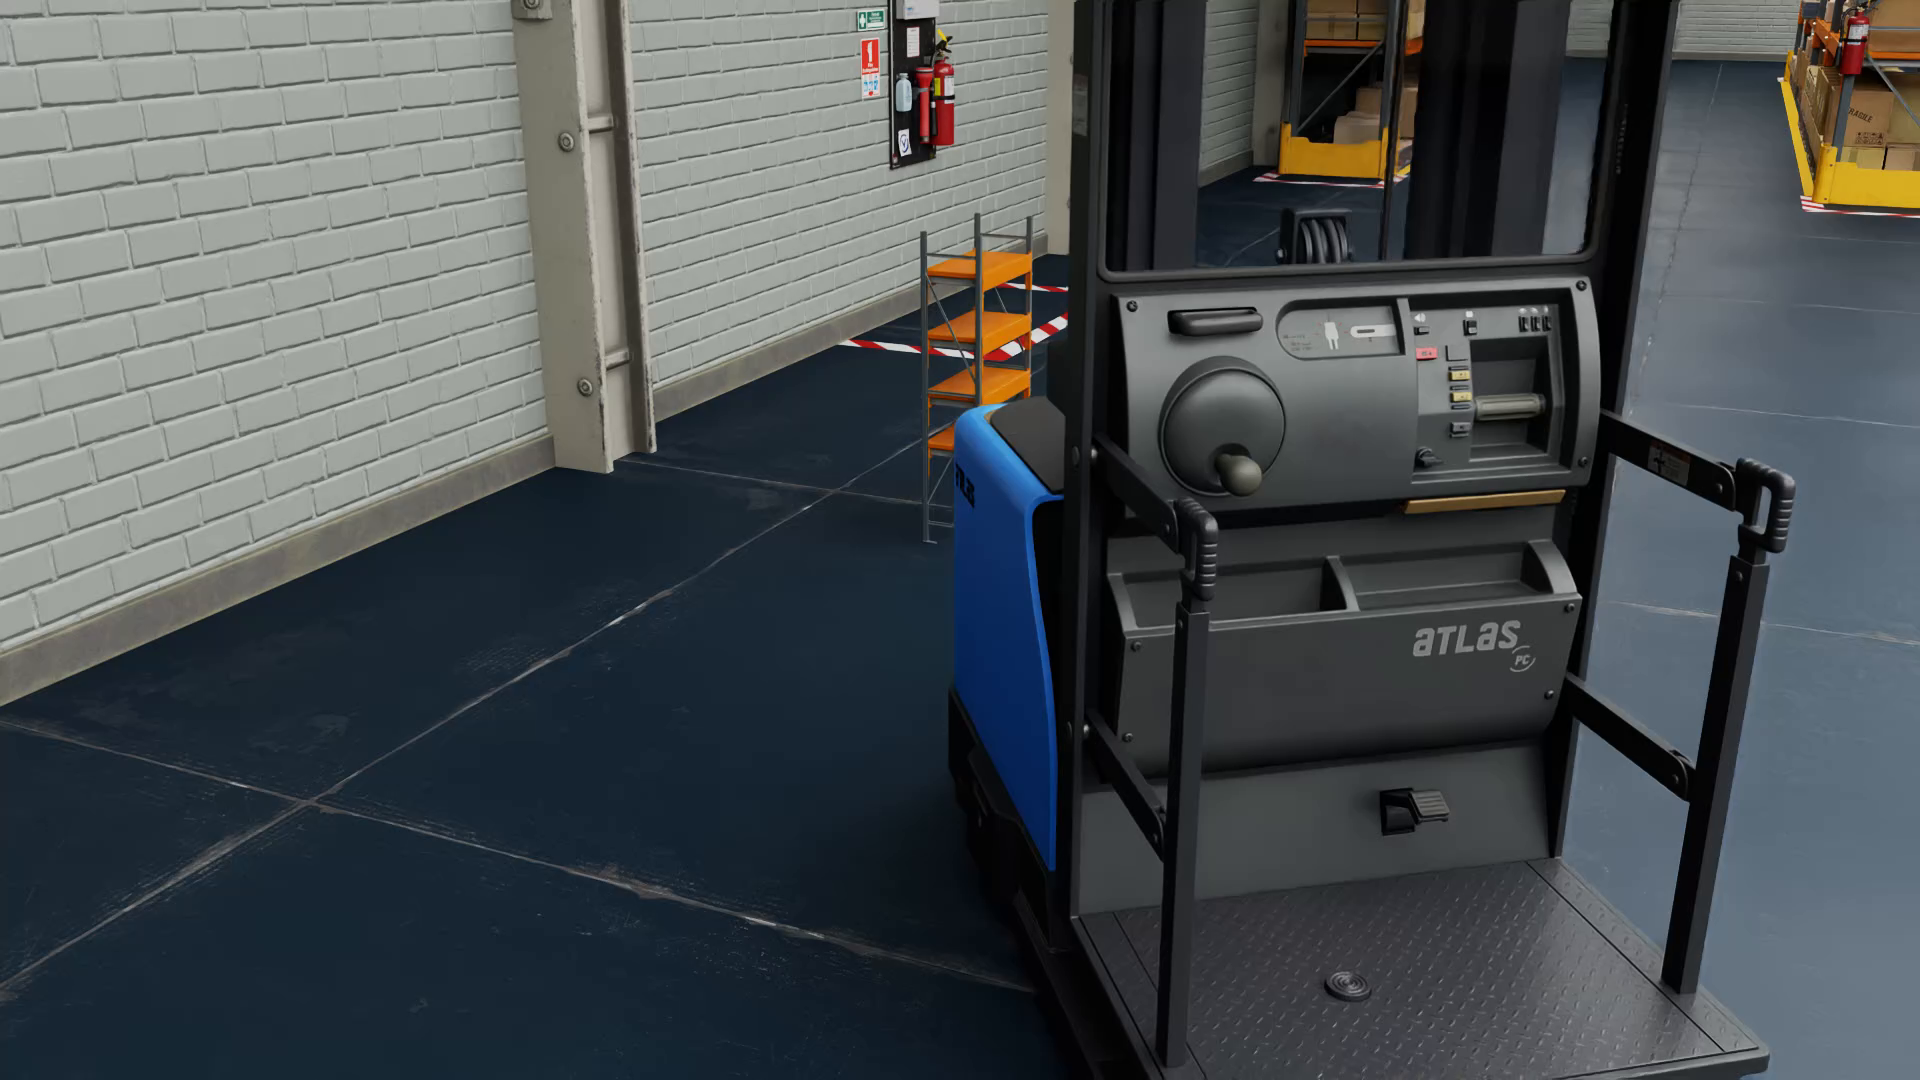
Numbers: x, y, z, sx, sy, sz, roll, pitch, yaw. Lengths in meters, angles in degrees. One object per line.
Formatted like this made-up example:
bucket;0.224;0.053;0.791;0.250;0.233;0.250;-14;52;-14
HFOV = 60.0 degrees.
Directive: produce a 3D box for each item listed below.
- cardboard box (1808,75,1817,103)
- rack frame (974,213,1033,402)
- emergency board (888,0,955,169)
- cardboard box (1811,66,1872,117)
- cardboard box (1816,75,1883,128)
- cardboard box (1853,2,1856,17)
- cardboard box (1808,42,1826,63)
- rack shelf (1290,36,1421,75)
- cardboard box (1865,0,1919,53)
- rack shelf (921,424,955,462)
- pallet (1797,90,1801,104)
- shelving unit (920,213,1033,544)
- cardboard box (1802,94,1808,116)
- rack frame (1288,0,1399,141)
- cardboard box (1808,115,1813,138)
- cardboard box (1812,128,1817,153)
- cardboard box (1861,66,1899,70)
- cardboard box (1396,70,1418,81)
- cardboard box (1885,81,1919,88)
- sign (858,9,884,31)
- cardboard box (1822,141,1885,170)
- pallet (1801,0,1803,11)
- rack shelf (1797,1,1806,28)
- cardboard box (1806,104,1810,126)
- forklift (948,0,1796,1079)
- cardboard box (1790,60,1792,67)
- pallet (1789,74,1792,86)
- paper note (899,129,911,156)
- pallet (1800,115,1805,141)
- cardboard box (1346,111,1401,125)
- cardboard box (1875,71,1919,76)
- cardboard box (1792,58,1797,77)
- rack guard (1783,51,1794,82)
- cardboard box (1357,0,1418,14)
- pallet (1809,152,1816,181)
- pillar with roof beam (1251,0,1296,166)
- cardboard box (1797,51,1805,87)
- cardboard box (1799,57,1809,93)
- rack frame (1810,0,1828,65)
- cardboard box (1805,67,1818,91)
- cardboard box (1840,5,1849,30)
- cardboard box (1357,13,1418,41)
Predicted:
cardboard box;10.286;-5.307;19.556;0.500;0.311;0.500;8;21;23
rack frame;0.168;-0.691;6.620;0.240;1.200;0.015;9;21;23
emergency board;-0.197;-2.870;10.061;0.194;1.169;0.643;9;21;23
cardboard box;9.492;-4.822;17.910;0.500;0.500;0.500;9;21;23
cardboard box;8.880;-4.364;16.620;0.500;0.500;0.500;9;21;23
cardboard box;9.582;-5.414;17.067;0.700;0.500;0.500;8;21;22
cardboard box;11.794;-6.607;22.525;0.500;0.250;0.500;9;22;25
rack shelf;4.628;-5.394;18.233;1.077;0.370;4.000;9;21;23
cardboard box;8.532;-4.631;14.864;0.700;0.500;0.500;9;21;23
rack shelf;0.068;-0.365;6.499;0.258;0.148;0.480;9;21;23
pallet;12.945;-6.543;24.553;1.003;0.211;1.213;9;21;23
shelving unit;0.068;-0.616;6.410;0.258;1.200;0.503;9;21;23
cardboard box;10.711;-5.357;20.533;0.500;0.250;0.500;8;21;21
rack frame;3.809;-5.121;16.393;1.000;3.000;0.127;9;21;23
cardboard box;9.501;-4.468;18.032;0.500;0.250;0.500;9;21;23
cardboard box;8.883;-4.010;16.744;0.500;0.250;0.500;9;21;23
cardboard box;11.616;-5.861;21.113;0.500;0.311;0.500;9;22;24
cardboard box;5.733;-5.601;20.815;0.700;0.500;0.500;9;22;25
cardboard box;9.148;-4.140;15.990;0.500;0.500;0.500;9;21;23
sign;-0.508;-2.982;9.532;0.001;0.109;0.331;9;21;23
cardboard box;8.280;-3.550;15.450;0.500;0.250;0.500;9;21;23
pallet;12.817;-7.791;24.187;1.003;0.211;1.213;9;21;23
rack shelf;14.063;-8.384;26.639;1.077;0.370;4.000;9;21;23
cardboard box;10.082;-4.889;19.216;0.500;0.250;0.500;8;21;22
forklift;0.788;-0.268;2.848;1.130;2.935;3.031;-4;20;-12
cardboard box;14.294;-8.049;28.197;0.380;0.166;0.250;9;21;23
pallet;14.525;-7.753;27.954;1.003;0.211;1.213;9;21;23
paper note;-0.333;-2.410;10.083;0.016;0.148;0.142;9;21;23
pallet;10.732;-4.957;20.091;1.003;0.211;1.213;9;21;23
cardboard box;4.408;-4.435;17.820;0.500;0.311;0.500;11;22;27
cardboard box;9.762;-4.598;17.280;0.500;0.500;0.500;9;21;23
cardboard box;13.525;-7.494;26.420;0.500;0.311;0.500;9;21;23
rack guard;14.850;-8.133;28.592;1.175;0.500;0.348;9;21;23
cardboard box;4.278;-5.518;16.583;0.500;0.500;0.500;9;21;23
pallet;9.105;-3.740;16.671;1.003;0.211;1.213;9;21;23
pillar with roof beam;7.234;-7.690;14.662;9.100;9.000;0.400;9;21;23
cardboard box;12.823;-7.026;24.823;0.500;0.500;0.500;8;21;20
cardboard box;12.196;-6.555;23.499;0.500;0.500;0.500;8;21;21
rack frame;11.606;-6.888;21.361;1.000;3.000;0.127;9;21;23
cardboard box;10.916;-5.773;20.866;0.500;0.311;0.500;8;21;21
cardboard box;10.160;-5.896;18.772;0.396;0.266;0.258;8;21;21
cardboard box;4.298;-5.166;16.712;0.500;0.250;0.500;8;21;21
